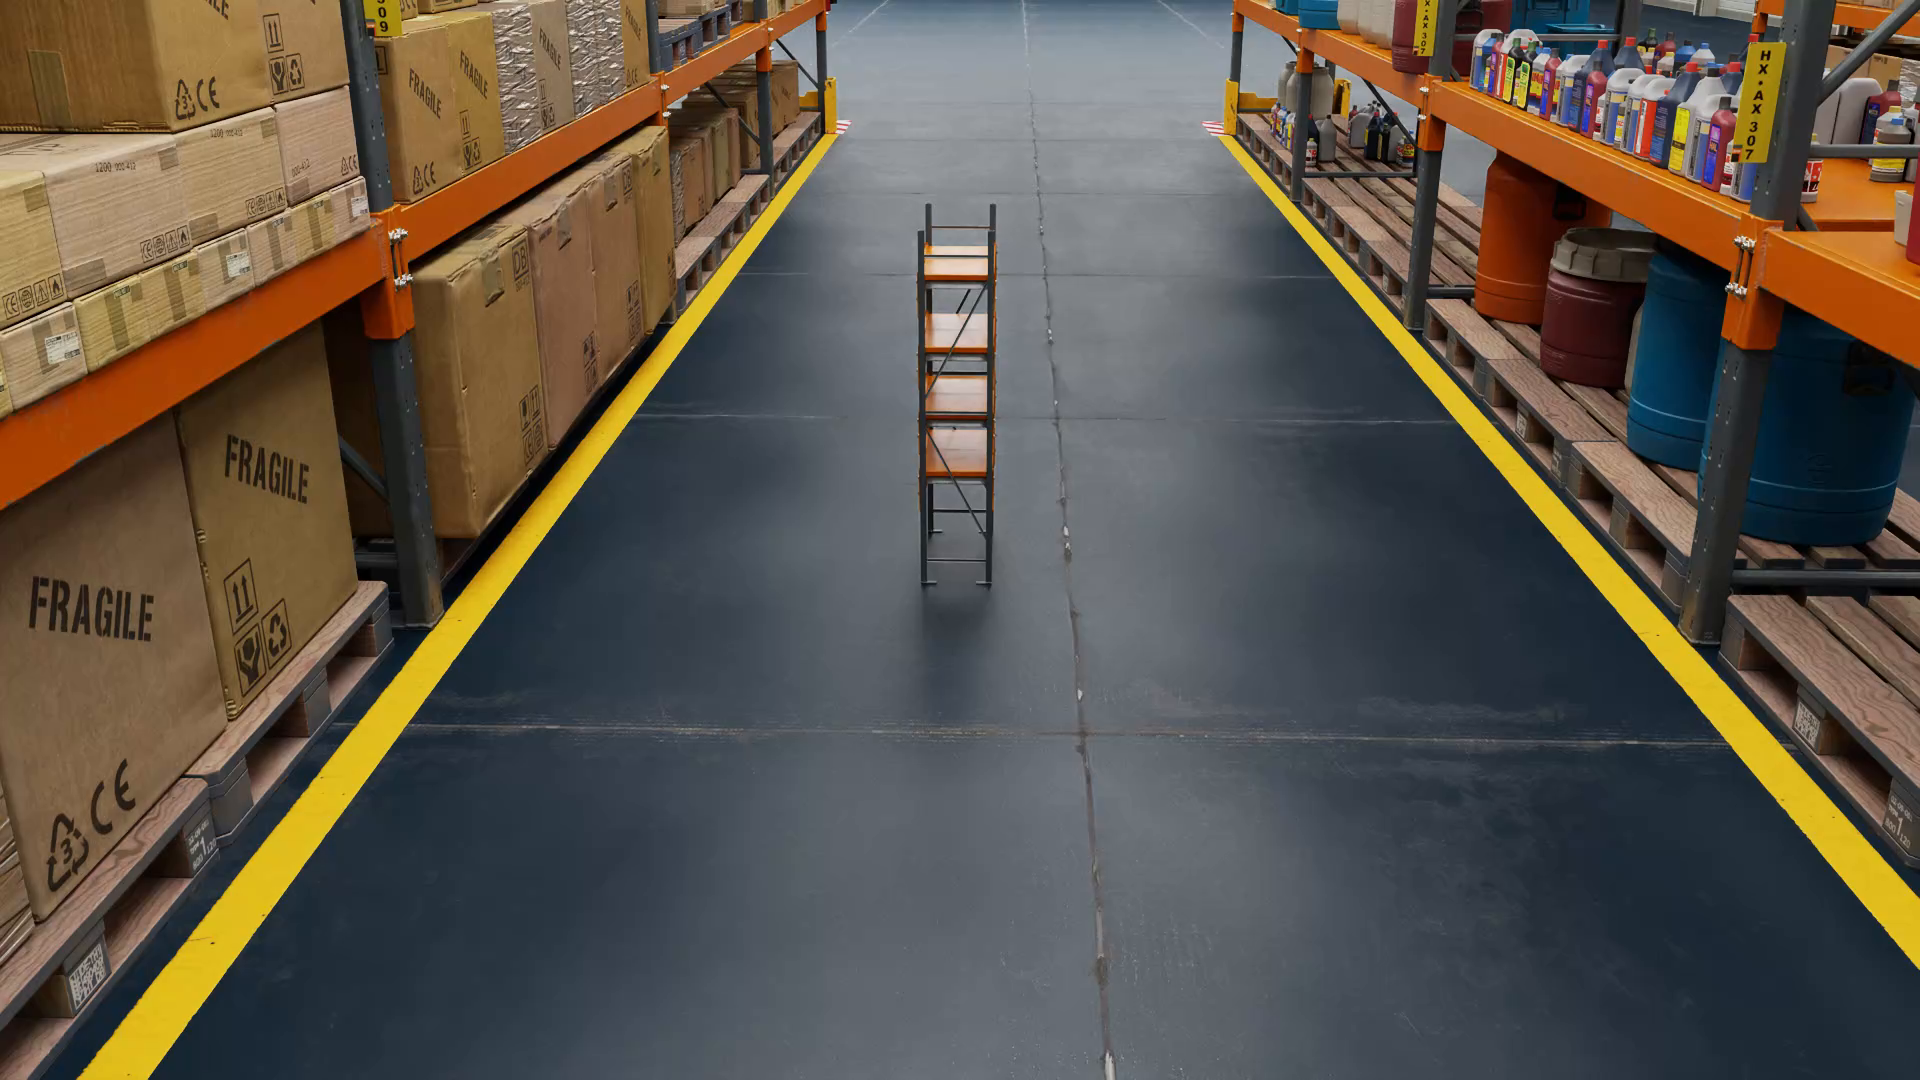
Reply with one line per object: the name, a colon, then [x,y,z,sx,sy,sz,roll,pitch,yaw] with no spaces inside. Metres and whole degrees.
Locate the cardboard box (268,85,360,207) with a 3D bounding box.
cardboard box: [-1.925,-1.043,4.367,0.500,0.250,0.500,0,21,1]

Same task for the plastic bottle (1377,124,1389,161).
plastic bottle: [3.344,-3.143,13.128,0.061,0.283,0.133,1,21,2]

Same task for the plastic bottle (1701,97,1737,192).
plastic bottle: [2.427,-1.259,5.287,0.061,0.283,0.133,1,21,2]

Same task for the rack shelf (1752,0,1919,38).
rack shelf: [8.032,-4.307,13.977,1.077,0.370,4.000,1,21,2]

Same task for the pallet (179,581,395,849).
pallet: [-2.275,0.437,4.611,1.003,0.211,1.213,1,21,2]

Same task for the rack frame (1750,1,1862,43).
rack frame: [8.092,-5.366,15.711,1.000,3.000,0.127,1,21,2]

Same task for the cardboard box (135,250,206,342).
cardboard box: [-1.887,-0.534,3.606,0.380,0.149,0.250,1,21,3]

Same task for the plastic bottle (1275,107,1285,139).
plastic bottle: [2.764,-3.579,14.269,0.097,0.271,0.097,0,21,0]

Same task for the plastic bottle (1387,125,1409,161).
plastic bottle: [3.450,-3.138,13.127,0.152,0.276,0.135,1,21,4]

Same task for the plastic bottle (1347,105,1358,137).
plastic bottle: [3.382,-3.602,14.311,0.061,0.283,0.133,1,21,2]

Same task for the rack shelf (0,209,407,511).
rack shelf: [-2.235,-0.079,3.079,1.077,0.370,4.000,1,21,2]

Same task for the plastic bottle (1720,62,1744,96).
plastic bottle: [2.627,-1.461,5.716,0.144,0.351,0.185,1,21,2]

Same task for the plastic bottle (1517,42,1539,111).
plastic bottle: [2.491,-2.023,7.257,0.061,0.283,0.133,1,21,2]

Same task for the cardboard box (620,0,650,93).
cardboard box: [-1.820,-2.449,8.056,0.500,0.500,0.500,1,21,3]

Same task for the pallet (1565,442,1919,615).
pallet: [2.842,-0.061,5.895,1.003,0.211,1.213,1,21,2]

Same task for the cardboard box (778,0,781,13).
cardboard box: [-1.625,-4.258,13.205,0.380,0.149,0.250,1,21,2]

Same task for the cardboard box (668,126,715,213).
cardboard box: [-2.021,-2.473,11.104,0.700,0.500,0.500,-1,21,-3]

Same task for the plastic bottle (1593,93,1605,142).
plastic bottle: [2.479,-1.625,6.346,0.097,0.201,0.097,0,21,0]

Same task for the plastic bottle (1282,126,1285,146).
plastic bottle: [2.752,-3.400,13.904,0.097,0.201,0.097,0,21,0]

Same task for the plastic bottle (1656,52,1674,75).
plastic bottle: [3.284,-2.160,7.725,0.097,0.201,0.097,0,21,0]

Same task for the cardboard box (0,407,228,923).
cardboard box: [-2.302,0.221,3.670,0.875,0.875,0.875,1,21,2]

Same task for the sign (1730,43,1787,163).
sign: [2.227,-1.218,4.640,0.100,0.325,0.005,1,21,2]

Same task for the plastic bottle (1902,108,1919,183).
plastic bottle: [3.183,-1.320,5.457,0.152,0.276,0.135,1,21,2]

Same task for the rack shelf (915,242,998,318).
rack shelf: [-0.005,-0.866,5.516,0.258,0.148,0.480,1,21,2]

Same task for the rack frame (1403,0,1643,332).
rack frame: [2.898,-2.529,8.400,1.000,3.000,0.127,1,21,2]

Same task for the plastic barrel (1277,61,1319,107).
plastic barrel: [3.198,-4.219,15.613,0.421,0.512,0.421,0,21,0]

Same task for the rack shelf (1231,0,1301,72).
rack shelf: [3.081,-4.363,14.121,1.077,0.370,4.000,1,21,2]

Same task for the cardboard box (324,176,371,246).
cardboard box: [-1.856,-0.906,4.565,0.380,0.149,0.250,1,21,2]

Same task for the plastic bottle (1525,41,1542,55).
plastic bottle: [2.578,-2.106,7.489,0.097,0.271,0.097,0,21,0]

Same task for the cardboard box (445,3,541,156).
cardboard box: [-1.880,-1.710,6.151,0.500,0.500,0.500,0,21,0]

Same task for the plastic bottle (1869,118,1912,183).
plastic bottle: [3.057,-1.280,5.456,0.097,0.201,0.097,0,21,0]

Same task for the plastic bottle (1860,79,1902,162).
plastic bottle: [3.241,-1.477,5.851,0.061,0.283,0.133,1,21,2]

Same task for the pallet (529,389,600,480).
pallet: [-2.192,-0.559,7.178,1.003,0.211,1.213,1,21,2]

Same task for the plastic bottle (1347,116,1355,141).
plastic bottle: [3.359,-3.507,14.180,0.097,0.201,0.097,0,21,0]

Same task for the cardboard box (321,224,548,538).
cardboard box: [-2.175,-0.574,5.718,1.225,0.875,0.875,1,21,2]

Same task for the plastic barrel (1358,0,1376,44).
plastic barrel: [2.749,-3.430,10.534,0.433,0.535,0.433,0,21,0]

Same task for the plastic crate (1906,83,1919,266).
plastic crate: [2.499,-0.820,3.825,0.402,0.464,0.583,1,21,2]

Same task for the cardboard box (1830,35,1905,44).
cardboard box: [8.374,-4.432,15.488,0.500,0.500,0.500,1,21,2]

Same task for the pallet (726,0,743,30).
pallet: [-2.099,-3.666,11.594,1.003,0.211,1.213,1,21,2]

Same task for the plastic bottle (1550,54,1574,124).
plastic bottle: [2.496,-1.857,6.846,0.097,0.271,0.097,0,21,0]

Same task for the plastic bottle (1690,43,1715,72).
plastic bottle: [3.272,-2.052,7.349,0.097,0.271,0.097,0,21,0]

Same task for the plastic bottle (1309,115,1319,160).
plastic bottle: [2.751,-3.181,13.135,0.144,0.351,0.185,0,21,0]

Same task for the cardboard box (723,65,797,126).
cardboard box: [-1.829,-4.064,15.232,0.500,0.500,0.500,6,22,16]

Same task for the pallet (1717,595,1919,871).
pallet: [2.793,0.484,4.491,1.003,0.211,1.213,1,21,2]

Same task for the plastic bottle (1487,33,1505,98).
plastic bottle: [2.506,-2.203,7.722,0.061,0.283,0.133,1,21,2]

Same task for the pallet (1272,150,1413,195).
pallet: [3.082,-2.918,13.256,1.003,0.211,1.213,1,21,2]

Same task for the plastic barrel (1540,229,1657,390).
plastic barrel: [2.866,-1.015,7.252,0.600,0.588,0.708,1,21,2]

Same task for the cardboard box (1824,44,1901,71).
cardboard box: [7.838,-4.076,14.571,0.500,0.500,0.500,1,21,2]

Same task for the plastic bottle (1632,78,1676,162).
plastic bottle: [2.492,-1.485,5.882,0.152,0.276,0.135,1,21,2]

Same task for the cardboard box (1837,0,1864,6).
cardboard box: [8.033,-4.874,14.306,0.700,0.500,0.500,1,21,2]

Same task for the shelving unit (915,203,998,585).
shelving unit: [-0.005,-0.500,5.658,0.258,1.200,0.503,1,21,2]

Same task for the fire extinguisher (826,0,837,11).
fire extinguisher: [-1.345,-5.476,16.103,0.296,0.674,0.183,1,21,2]

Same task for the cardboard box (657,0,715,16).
cardboard box: [-1.772,-3.313,10.047,0.500,0.250,0.500,0,21,0]

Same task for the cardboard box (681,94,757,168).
cardboard box: [-1.879,-3.204,13.016,0.500,0.500,0.500,0,21,0]

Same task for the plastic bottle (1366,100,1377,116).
plastic bottle: [3.484,-3.522,14.013,0.144,0.351,0.185,2,21,4]
